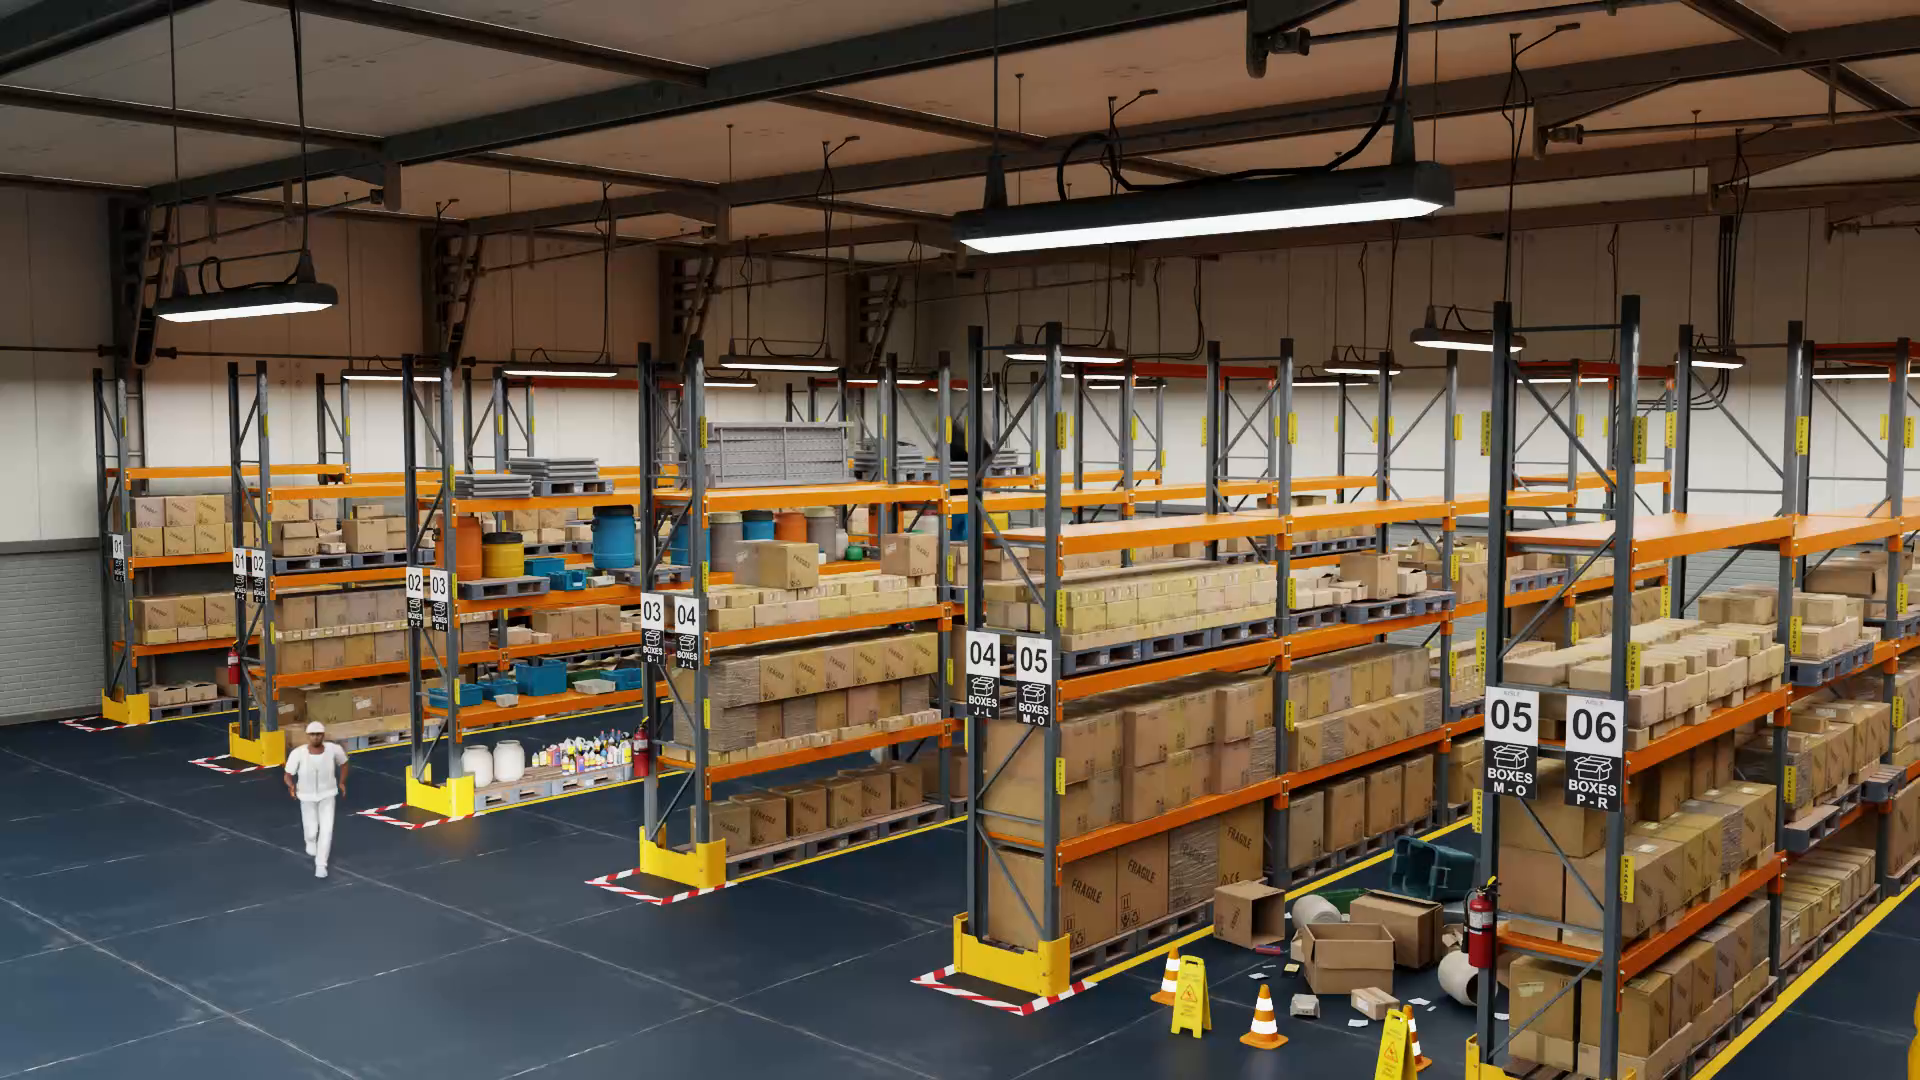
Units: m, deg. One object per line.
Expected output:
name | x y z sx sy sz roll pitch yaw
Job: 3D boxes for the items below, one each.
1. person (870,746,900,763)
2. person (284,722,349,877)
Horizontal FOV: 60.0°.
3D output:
person | -1.011 2.594 23.245 0.711 1.743 0.756 3 5 32
person | -7.314 2.908 18.940 0.692 1.736 0.834 -2 5 -23
